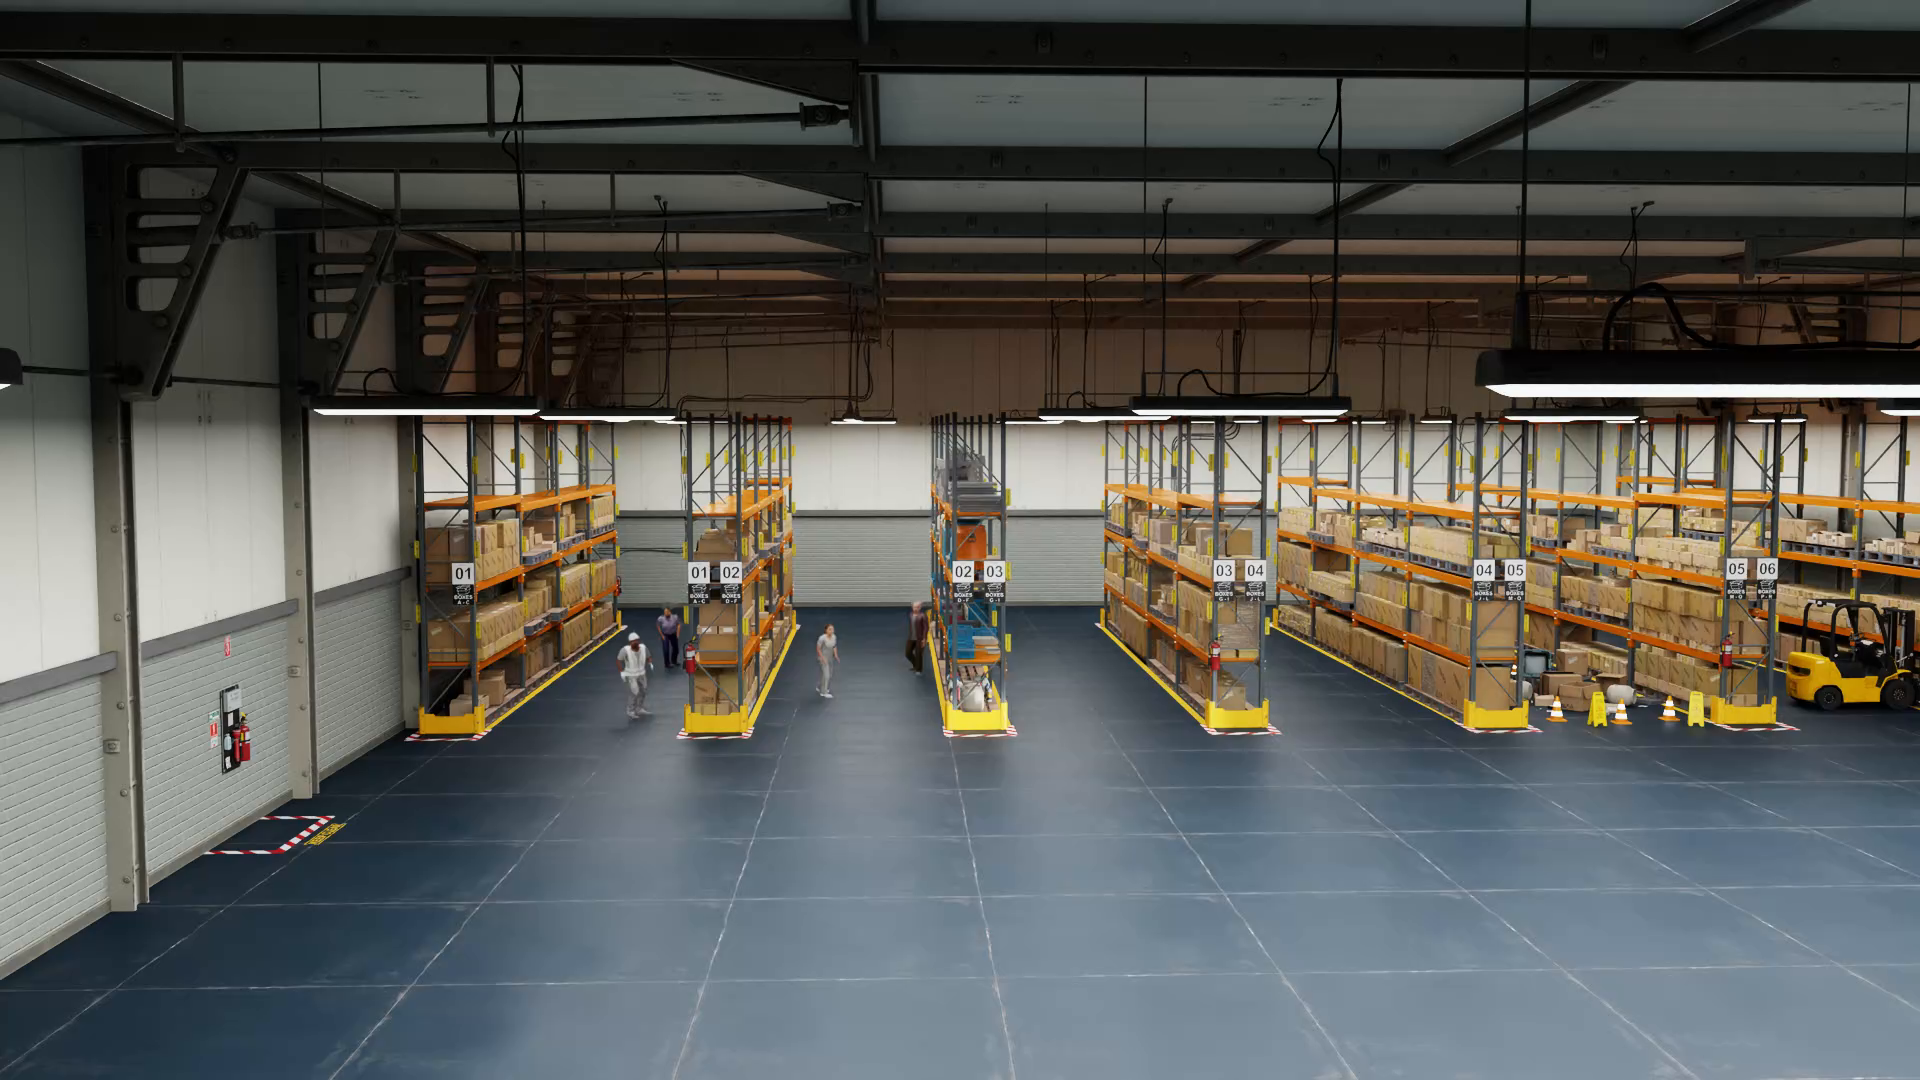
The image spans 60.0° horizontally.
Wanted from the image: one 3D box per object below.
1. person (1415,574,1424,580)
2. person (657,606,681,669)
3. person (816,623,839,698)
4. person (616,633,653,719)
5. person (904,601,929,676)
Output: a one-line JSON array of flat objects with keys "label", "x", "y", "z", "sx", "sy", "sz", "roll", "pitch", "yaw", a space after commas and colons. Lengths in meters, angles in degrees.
[{"label": "person", "x": 12.355, "y": 1.811, "z": 44.534, "sx": 0.659, "sy": 1.769, "sz": 0.977, "roll": -2, "pitch": 4, "yaw": -22}, {"label": "person", "x": -6.899, "y": 2.290, "z": 39.457, "sx": 0.634, "sy": 1.506, "sz": 0.803, "roll": -2, "pitch": 4, "yaw": -24}, {"label": "person", "x": -2.880, "y": 2.537, "z": 35.233, "sx": 0.742, "sy": 1.615, "sz": 0.587, "roll": 4, "pitch": 5, "yaw": 43}, {"label": "person", "x": -6.360, "y": 2.665, "z": 32.766, "sx": 0.691, "sy": 1.717, "sz": 0.767, "roll": -4, "pitch": 5, "yaw": -44}, {"label": "person", "x": -0.962, "y": 2.257, "z": 38.211, "sx": 0.739, "sy": 1.746, "sz": 0.555, "roll": 3, "pitch": 5, "yaw": 34}]
